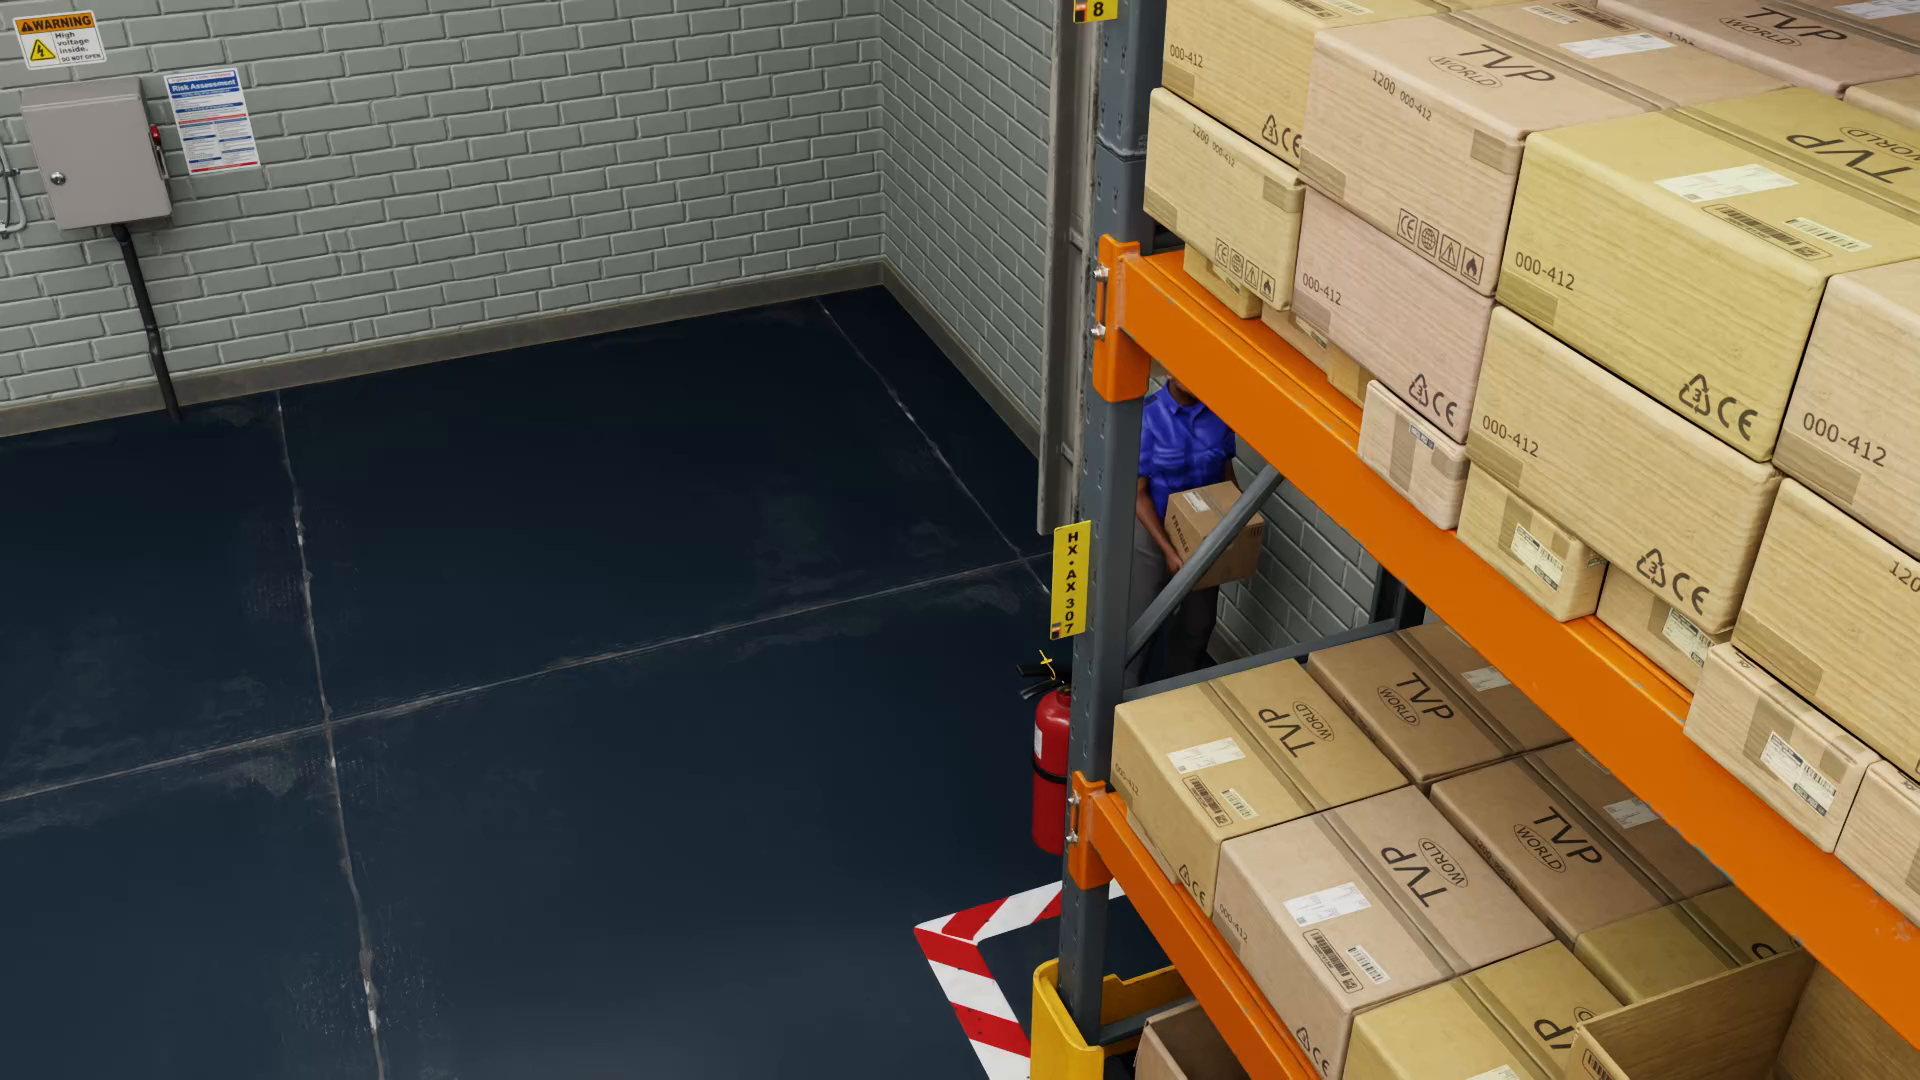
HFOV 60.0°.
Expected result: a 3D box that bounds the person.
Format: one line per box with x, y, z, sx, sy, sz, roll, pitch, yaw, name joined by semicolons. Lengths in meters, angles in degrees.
0.820;0.035;6.103;0.450;1.647;0.517;-13;36;-18;person
